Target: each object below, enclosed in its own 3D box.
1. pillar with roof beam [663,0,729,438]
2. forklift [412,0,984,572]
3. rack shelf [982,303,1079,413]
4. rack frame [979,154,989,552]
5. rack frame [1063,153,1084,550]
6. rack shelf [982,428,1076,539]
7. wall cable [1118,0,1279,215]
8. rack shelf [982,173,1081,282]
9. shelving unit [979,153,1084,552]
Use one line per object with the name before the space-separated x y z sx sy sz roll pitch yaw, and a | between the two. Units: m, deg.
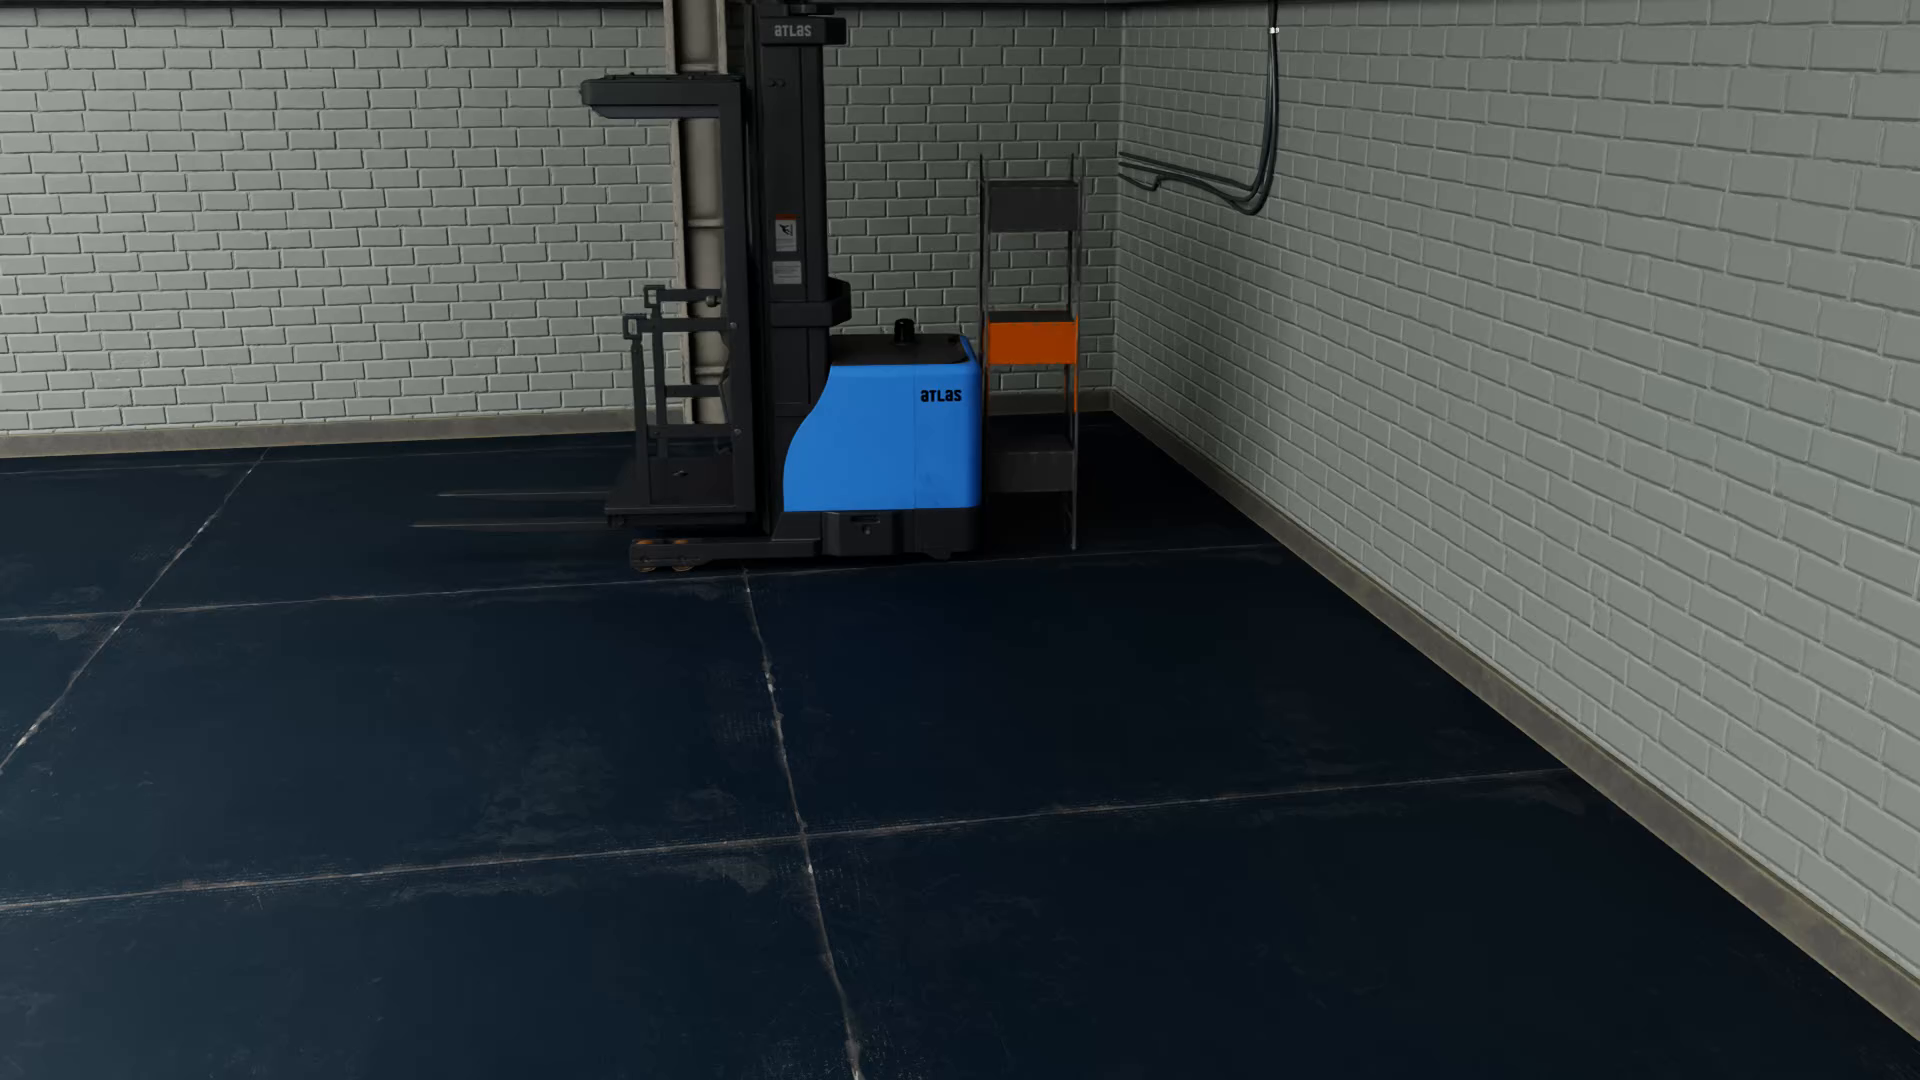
pillar with roof beam | -0.940 -3.832 6.463 0.400 9.000 9.100 -3 17 -10
forklift | -1.415 -1.392 8.853 3.031 2.935 1.130 -1 17 -4
rack shelf | 0.369 -0.987 8.997 0.480 0.518 0.431 -1 17 -4
rack frame | 0.126 -0.995 8.975 0.015 2.100 0.400 -1 17 -4
rack frame | 0.612 -1.006 9.010 0.015 2.100 0.400 -1 17 -4
rack shelf | 0.369 -0.318 9.202 0.480 0.518 0.431 -1 17 -4
wall cable | 1.387 -3.372 10.252 0.112 2.526 3.097 -3 17 -10
rack shelf | 0.369 -1.657 8.791 0.480 0.518 0.431 -1 17 -4
shelving unit | 0.369 -1.000 8.993 0.503 2.100 0.431 -1 17 -4
